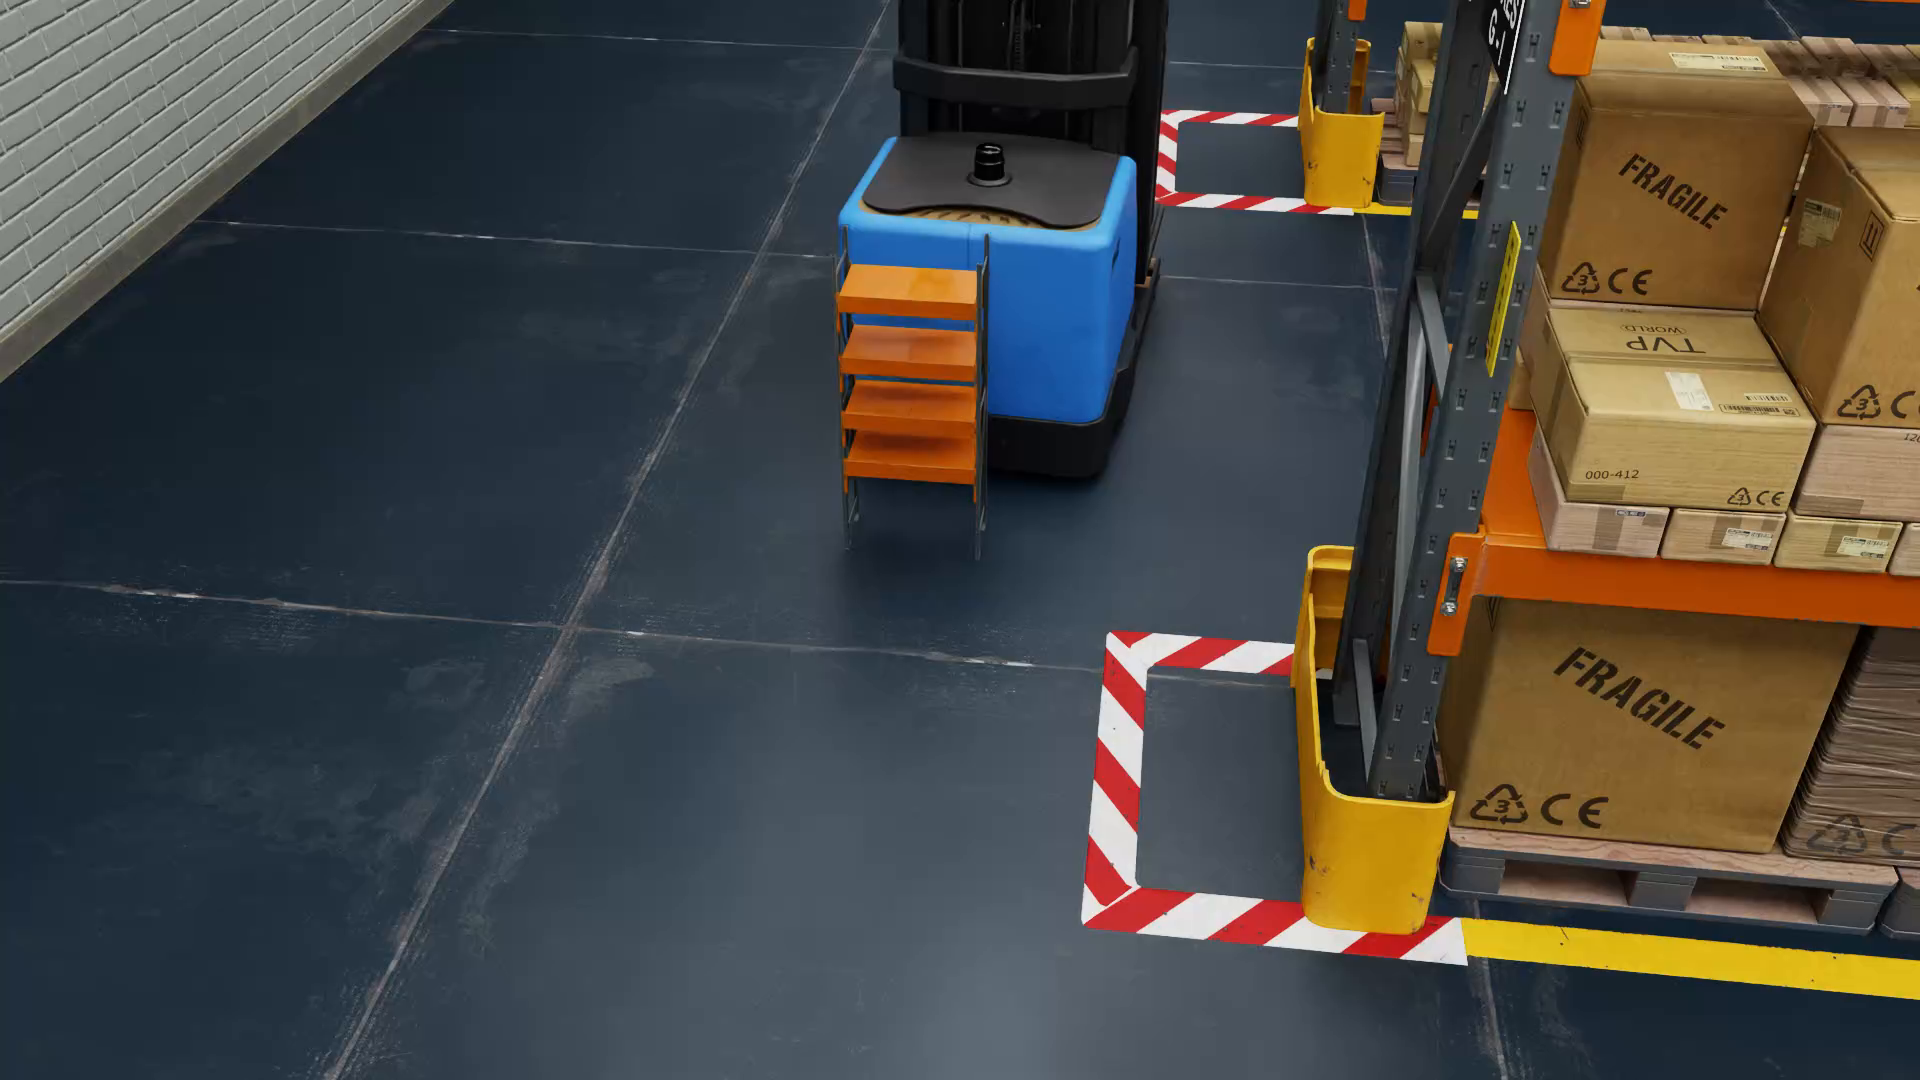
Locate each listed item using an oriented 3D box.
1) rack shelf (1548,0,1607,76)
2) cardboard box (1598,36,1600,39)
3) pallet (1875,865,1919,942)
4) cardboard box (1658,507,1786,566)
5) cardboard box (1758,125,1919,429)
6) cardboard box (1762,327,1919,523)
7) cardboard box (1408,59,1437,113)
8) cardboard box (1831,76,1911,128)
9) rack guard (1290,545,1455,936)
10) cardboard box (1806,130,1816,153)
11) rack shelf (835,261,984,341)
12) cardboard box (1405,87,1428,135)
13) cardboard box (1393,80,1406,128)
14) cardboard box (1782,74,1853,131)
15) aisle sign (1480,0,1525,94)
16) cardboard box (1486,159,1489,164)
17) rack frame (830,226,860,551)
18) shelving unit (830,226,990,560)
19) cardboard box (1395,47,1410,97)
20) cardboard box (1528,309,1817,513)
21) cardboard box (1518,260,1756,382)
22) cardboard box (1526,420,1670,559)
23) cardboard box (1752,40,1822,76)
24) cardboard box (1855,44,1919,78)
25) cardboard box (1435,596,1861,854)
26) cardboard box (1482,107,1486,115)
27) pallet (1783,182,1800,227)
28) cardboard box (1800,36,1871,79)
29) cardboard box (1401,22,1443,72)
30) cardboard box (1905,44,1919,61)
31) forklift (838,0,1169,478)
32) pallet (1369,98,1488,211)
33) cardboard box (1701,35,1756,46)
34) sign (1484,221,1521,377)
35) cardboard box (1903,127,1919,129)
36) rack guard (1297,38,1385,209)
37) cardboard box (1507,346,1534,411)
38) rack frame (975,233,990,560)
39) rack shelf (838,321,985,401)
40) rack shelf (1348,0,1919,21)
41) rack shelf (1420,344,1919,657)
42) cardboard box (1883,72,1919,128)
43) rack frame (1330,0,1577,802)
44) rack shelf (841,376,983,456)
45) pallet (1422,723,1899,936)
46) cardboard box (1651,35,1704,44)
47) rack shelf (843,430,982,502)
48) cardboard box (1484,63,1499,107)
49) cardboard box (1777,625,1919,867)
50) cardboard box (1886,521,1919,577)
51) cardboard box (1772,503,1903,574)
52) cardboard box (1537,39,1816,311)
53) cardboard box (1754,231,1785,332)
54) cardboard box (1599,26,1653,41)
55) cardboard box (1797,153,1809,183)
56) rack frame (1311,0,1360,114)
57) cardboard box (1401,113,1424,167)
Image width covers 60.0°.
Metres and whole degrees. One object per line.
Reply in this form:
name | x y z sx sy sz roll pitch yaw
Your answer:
rack shelf | 3.226 -1.230 3.428 4.000 0.370 1.077 4 36 6
cardboard box | 3.295 -2.606 8.900 0.250 0.149 0.380 3 36 4
pallet | 3.252 0.791 4.960 1.213 0.211 1.003 4 36 6
cardboard box | 1.807 -0.113 4.042 0.250 0.149 0.380 4 36 5
cardboard box | 2.180 -0.587 3.717 0.500 0.500 0.500 3 36 5
cardboard box | 2.200 -0.284 3.939 0.500 0.250 0.500 4 36 5
cardboard box | 2.451 -2.318 8.496 0.250 0.149 0.380 3 36 4
cardboard box | 4.522 -2.174 8.295 0.250 0.149 0.380 3 36 4
rack guard | 1.218 0.566 5.026 0.348 0.500 1.175 4 36 6
cardboard box | 4.296 -2.112 8.464 0.250 0.149 0.380 3 36 4
rack shelf | -0.164 -0.820 5.690 0.480 0.148 0.258 4 36 6
cardboard box | 2.461 -2.245 8.650 0.250 0.149 0.380 6 36 8
cardboard box | 2.523 -2.392 9.112 0.250 0.149 0.380 5 36 7
cardboard box | 4.253 -2.187 8.313 0.250 0.149 0.380 3 36 4
aisle sign | 1.133 -1.340 3.308 0.004 0.787 0.394 4 36 6
cardboard box | 2.723 -2.115 8.724 0.250 0.149 0.380 4 36 6
rack frame | -0.406 -0.519 5.944 0.015 1.200 0.240 4 36 6
shelving unit | -0.164 -0.501 5.919 0.503 1.200 0.258 4 36 6
cardboard box | 2.534 -2.557 9.087 0.250 0.149 0.380 3 36 5
cardboard box | 1.684 -0.318 3.987 0.500 0.250 0.500 3 36 5
cardboard box | 1.757 -0.627 4.419 0.500 0.250 0.500 4 36 5
cardboard box | 1.552 -0.131 4.067 0.250 0.149 0.380 5 36 6
cardboard box | 4.319 -2.491 8.739 0.250 0.149 0.380 3 36 4
cardboard box | 4.842 -2.453 8.685 0.250 0.149 0.380 3 36 5
cardboard box | 1.887 0.246 4.791 0.875 0.875 0.875 4 36 6
cardboard box | 2.726 -2.192 8.576 0.250 0.149 0.380 4 36 6
pallet | 4.058 -1.987 8.853 1.213 0.211 1.003 4 36 6
cardboard box | 4.600 -2.518 8.777 0.250 0.149 0.380 5 36 7
cardboard box | 2.532 -2.659 8.975 0.250 0.149 0.380 5 36 7
cardboard box | 5.104 -2.446 8.676 0.250 0.149 0.380 4 36 5
forklift | 0.339 -2.287 6.932 1.130 2.935 3.031 7 36 10
pallet | 2.851 -2.079 8.981 1.213 0.211 1.003 4 36 6
cardboard box | 4.080 -2.532 8.796 0.250 0.149 0.380 4 36 6
sign | 1.166 -0.515 3.576 0.005 0.325 0.100 4 36 6
cardboard box | 4.815 -2.073 8.409 0.250 0.149 0.380 5 36 6
rack guard | 2.050 -2.277 9.010 0.348 0.500 1.175 4 36 6
cardboard box | 1.637 -0.511 4.600 0.250 0.149 0.380 5 36 7
rack frame | 0.078 -0.483 5.893 0.015 1.200 0.240 4 36 6
rack shelf | -0.164 -0.628 5.828 0.480 0.148 0.258 4 36 6
rack shelf | 3.958 -2.859 8.293 4.000 0.370 1.077 4 36 6
rack shelf | 3.226 -0.009 4.299 4.000 0.370 1.077 4 36 6
cardboard box | 4.802 -2.207 8.341 0.250 0.149 0.380 5 36 7
rack frame | 1.242 -0.450 4.298 0.127 3.000 1.000 4 36 6
rack shelf | -0.164 -0.446 5.958 0.480 0.148 0.258 4 36 6
pallet | 2.045 0.700 5.088 1.213 0.211 1.003 4 36 6
cardboard box | 3.816 -2.535 8.800 0.250 0.149 0.380 3 36 4
rack shelf | -0.164 -0.284 6.073 0.480 0.148 0.258 4 36 6
cardboard box | 2.739 -2.367 8.565 0.250 0.149 0.380 5 36 7
cardboard box | 2.790 0.313 4.697 0.875 0.875 0.875 4 36 6
cardboard box | 2.320 -0.075 3.990 0.250 0.149 0.380 4 36 5
cardboard box | 2.061 -0.094 4.016 0.250 0.149 0.380 3 36 5
cardboard box | 1.759 -0.930 4.199 0.500 0.500 0.500 5 36 7
cardboard box | 2.260 -0.589 4.366 0.500 0.250 0.500 4 36 5
cardboard box | 3.569 -2.618 8.917 0.250 0.149 0.380 6 36 8
cardboard box | 4.233 -1.982 8.537 0.250 0.149 0.380 5 36 7
rack frame | 1.974 -3.300 8.292 0.127 3.000 1.000 4 36 6
cardboard box | 2.453 -2.087 8.685 0.250 0.149 0.380 5 36 7
